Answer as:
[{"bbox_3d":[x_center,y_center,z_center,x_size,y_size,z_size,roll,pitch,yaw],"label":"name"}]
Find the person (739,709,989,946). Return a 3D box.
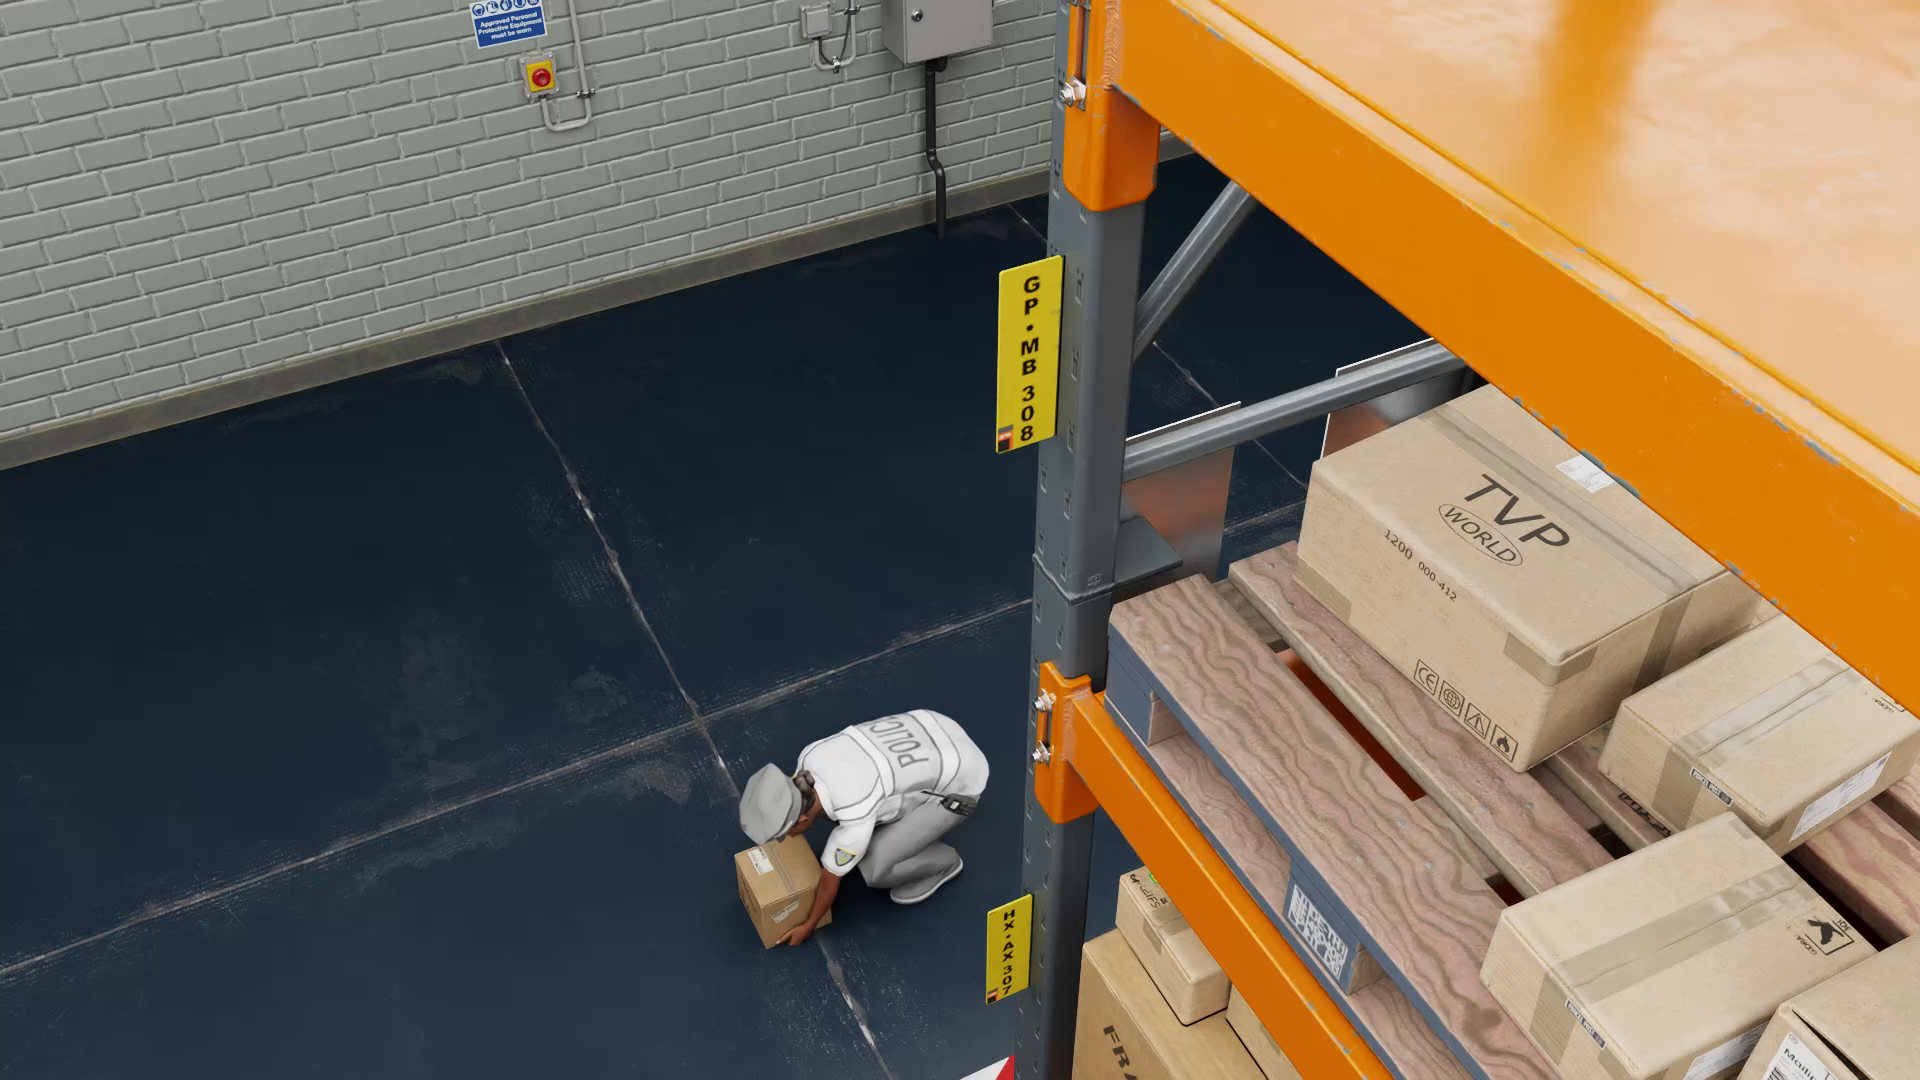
[{"bbox_3d":[-0.334,0.957,5.792,0.908,0.817,0.465,-20,45,-21],"label":"person"}]
